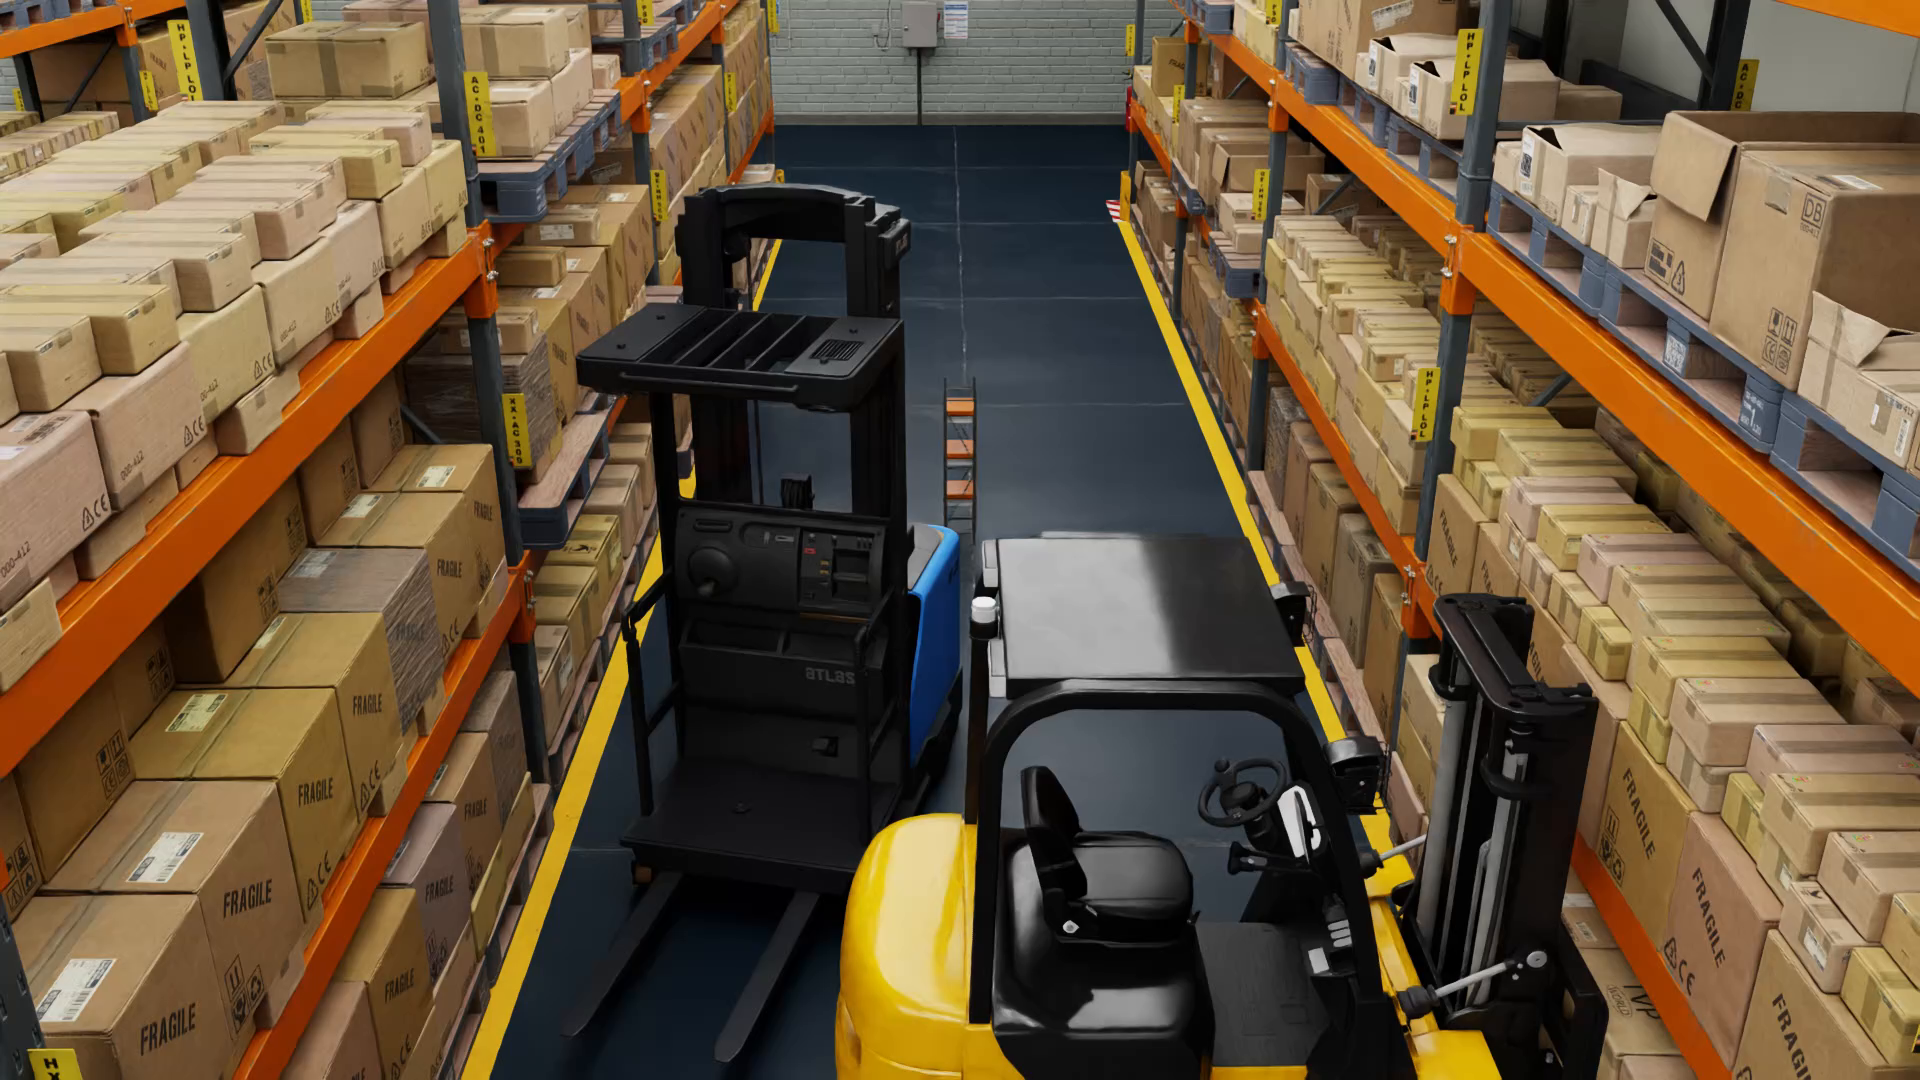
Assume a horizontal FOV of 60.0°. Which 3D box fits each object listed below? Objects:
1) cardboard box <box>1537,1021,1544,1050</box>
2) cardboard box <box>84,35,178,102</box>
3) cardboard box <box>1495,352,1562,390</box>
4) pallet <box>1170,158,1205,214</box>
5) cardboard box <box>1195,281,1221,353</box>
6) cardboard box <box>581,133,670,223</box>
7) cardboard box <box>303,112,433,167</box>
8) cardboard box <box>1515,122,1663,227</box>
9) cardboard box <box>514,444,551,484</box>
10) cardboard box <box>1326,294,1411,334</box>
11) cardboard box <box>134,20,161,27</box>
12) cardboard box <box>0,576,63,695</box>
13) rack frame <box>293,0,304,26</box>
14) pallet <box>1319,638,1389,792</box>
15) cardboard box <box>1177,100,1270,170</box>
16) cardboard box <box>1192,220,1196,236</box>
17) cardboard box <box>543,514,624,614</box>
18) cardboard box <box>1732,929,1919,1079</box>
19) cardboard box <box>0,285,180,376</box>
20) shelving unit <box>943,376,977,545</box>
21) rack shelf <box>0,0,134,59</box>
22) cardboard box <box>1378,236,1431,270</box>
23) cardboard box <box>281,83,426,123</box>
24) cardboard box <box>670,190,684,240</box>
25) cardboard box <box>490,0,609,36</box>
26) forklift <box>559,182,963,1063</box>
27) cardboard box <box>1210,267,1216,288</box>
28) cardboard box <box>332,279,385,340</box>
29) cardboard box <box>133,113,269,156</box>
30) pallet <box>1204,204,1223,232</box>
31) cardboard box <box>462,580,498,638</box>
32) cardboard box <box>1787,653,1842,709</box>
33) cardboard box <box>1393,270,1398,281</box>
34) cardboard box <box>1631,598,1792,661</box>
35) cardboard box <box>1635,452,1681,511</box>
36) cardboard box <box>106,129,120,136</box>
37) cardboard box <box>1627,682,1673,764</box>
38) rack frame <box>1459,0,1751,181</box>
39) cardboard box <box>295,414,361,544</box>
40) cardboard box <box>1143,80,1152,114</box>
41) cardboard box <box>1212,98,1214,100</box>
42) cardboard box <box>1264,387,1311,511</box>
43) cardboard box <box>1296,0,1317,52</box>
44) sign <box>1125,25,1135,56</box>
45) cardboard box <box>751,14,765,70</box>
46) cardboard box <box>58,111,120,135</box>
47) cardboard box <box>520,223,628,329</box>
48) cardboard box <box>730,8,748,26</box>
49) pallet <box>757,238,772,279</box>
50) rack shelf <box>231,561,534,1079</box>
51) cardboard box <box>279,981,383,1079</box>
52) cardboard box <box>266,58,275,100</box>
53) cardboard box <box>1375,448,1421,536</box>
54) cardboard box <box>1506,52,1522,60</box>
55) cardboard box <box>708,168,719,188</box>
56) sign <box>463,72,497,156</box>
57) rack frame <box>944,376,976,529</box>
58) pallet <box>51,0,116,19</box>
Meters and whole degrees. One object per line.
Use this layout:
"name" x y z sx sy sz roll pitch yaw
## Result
"cardboard box" 2.229 1.565 5.870 0.500 0.250 0.500 0 24 -1
"cardboard box" -7.234 -4.124 14.534 0.500 0.500 0.500 0 24 1
"cardboard box" 2.785 -0.793 7.954 0.380 0.149 0.250 0 24 -1
"pallet" 2.339 -2.971 13.913 1.003 0.211 1.213 0 24 -1
"cardboard box" 2.237 -1.816 13.648 0.500 0.500 0.500 -1 24 -2
"cardboard box" -2.241 -2.422 11.130 0.500 0.500 0.500 -1 24 -2
"cardboard box" -2.135 -1.447 6.007 0.380 0.149 0.250 -1 24 -2
"cardboard box" 2.292 -1.311 5.846 0.500 0.311 0.500 0 24 1
"cardboard box" -2.127 -0.374 7.733 0.380 0.149 0.250 0 24 0
"cardboard box" 2.177 -1.208 8.873 0.380 0.149 0.250 -1 24 -2
"cardboard box" -7.750 -4.554 15.483 0.500 0.500 0.500 0 24 1
"cardboard box" -2.072 0.190 3.355 0.380 0.149 0.250 0 24 -1
"rack frame" -7.516 -4.949 18.053 1.000 3.000 0.127 0 24 -1
"pallet" 2.480 0.875 8.559 1.003 0.211 1.213 0 24 -1
"cardboard box" 2.221 -3.425 14.052 0.700 0.500 0.500 0 24 1
"cardboard box" 2.238 -2.723 14.507 0.380 0.149 0.250 -1 24 -1
"cardboard box" -2.465 0.139 9.482 0.950 0.372 0.625 1 24 1
"cardboard box" 2.303 1.309 4.094 0.500 0.500 0.500 -1 24 -2
"cardboard box" -2.081 -0.494 3.899 0.380 0.149 0.250 0 24 -1
"shelving unit" -0.001 -0.500 10.582 0.215 1.050 0.252 0 24 -1
"rack shelf" -7.451 -3.516 12.116 1.077 0.370 4.000 0 24 -1
"cardboard box" 2.746 -1.734 10.035 0.380 0.149 0.250 0 24 -1
"cardboard box" -2.588 -1.798 7.118 0.500 0.250 0.500 -1 24 -2
"cardboard box" -2.243 -2.299 11.768 0.500 0.250 0.500 0 24 1
"cardboard box" -2.635 -3.476 10.521 0.797 0.503 0.637 -2 24 -4
"forklift" -0.820 0.122 6.924 1.130 2.935 3.031 5 25 12
"cardboard box" 2.254 -2.152 13.605 0.380 0.149 0.250 0 24 -1
"cardboard box" -2.131 -0.768 5.472 0.380 0.149 0.250 0 24 1
"cardboard box" -2.727 -1.445 6.003 0.380 0.149 0.250 0 24 1
"pallet" 2.457 -2.454 12.769 1.003 0.211 1.213 0 24 -1
"cardboard box" -2.119 0.280 6.796 0.380 0.149 0.250 0 24 1
"cardboard box" 2.832 0.443 5.223 0.380 0.149 0.250 0 24 -1
"cardboard box" 2.773 -1.505 10.013 0.500 0.250 0.500 0 24 0
"cardboard box" 2.333 0.301 5.175 0.380 0.149 0.250 0 24 0
"cardboard box" 2.810 -0.226 6.340 0.380 0.149 0.250 0 24 -1
"cardboard box" -7.271 -3.350 13.952 0.380 0.149 0.250 0 24 1
"cardboard box" 2.248 0.545 4.996 0.380 0.149 0.250 0 24 0
"rack frame" 2.527 -2.825 6.077 1.000 3.000 0.127 0 24 -1
"cardboard box" -2.665 -0.312 6.104 0.700 0.500 0.500 0 24 0
"cardboard box" 2.146 -4.499 16.879 0.500 0.250 0.500 -1 24 -2
"cardboard box" 2.688 -4.080 15.953 0.500 0.250 0.500 0 24 1
"cardboard box" 2.476 -0.593 10.792 0.875 0.625 0.625 1 24 1
"cardboard box" 2.248 -3.090 9.550 0.500 0.500 0.500 0 24 0
"sign" 1.853 -5.429 18.063 0.100 0.325 0.005 0 24 -1
"cardboard box" -2.289 -5.101 17.054 0.500 0.500 0.500 0 24 0
"cardboard box" -7.273 -3.484 13.887 0.380 0.149 0.250 1 24 2
"cardboard box" -2.174 -1.482 9.395 0.500 0.500 0.500 -2 24 -4
"cardboard box" -2.294 -5.137 16.347 0.380 0.149 0.250 0 24 1
"pallet" -2.470 -2.912 16.932 1.003 0.211 1.213 0 24 -1
"rack shelf" -2.415 1.084 5.587 1.077 0.370 4.000 0 24 -1
"cardboard box" -2.136 1.741 5.178 0.500 0.500 0.500 -1 24 -3
"cardboard box" -7.253 -4.734 17.095 0.500 0.500 0.500 -1 24 -1
"cardboard box" 2.260 -0.230 7.801 0.500 0.250 0.500 0 24 1
"cardboard box" 2.583 -2.360 8.342 0.380 0.166 0.250 0 24 -1
"cardboard box" -2.262 -2.903 13.710 0.500 0.250 0.500 -1 24 -1
"sign" -1.894 -1.676 6.548 0.100 0.325 0.005 0 24 -1
"rack frame" -0.002 -0.551 10.694 0.200 1.050 0.008 0 24 -1
"pallet" -7.572 -4.327 13.265 1.213 0.211 1.003 0 24 -1
